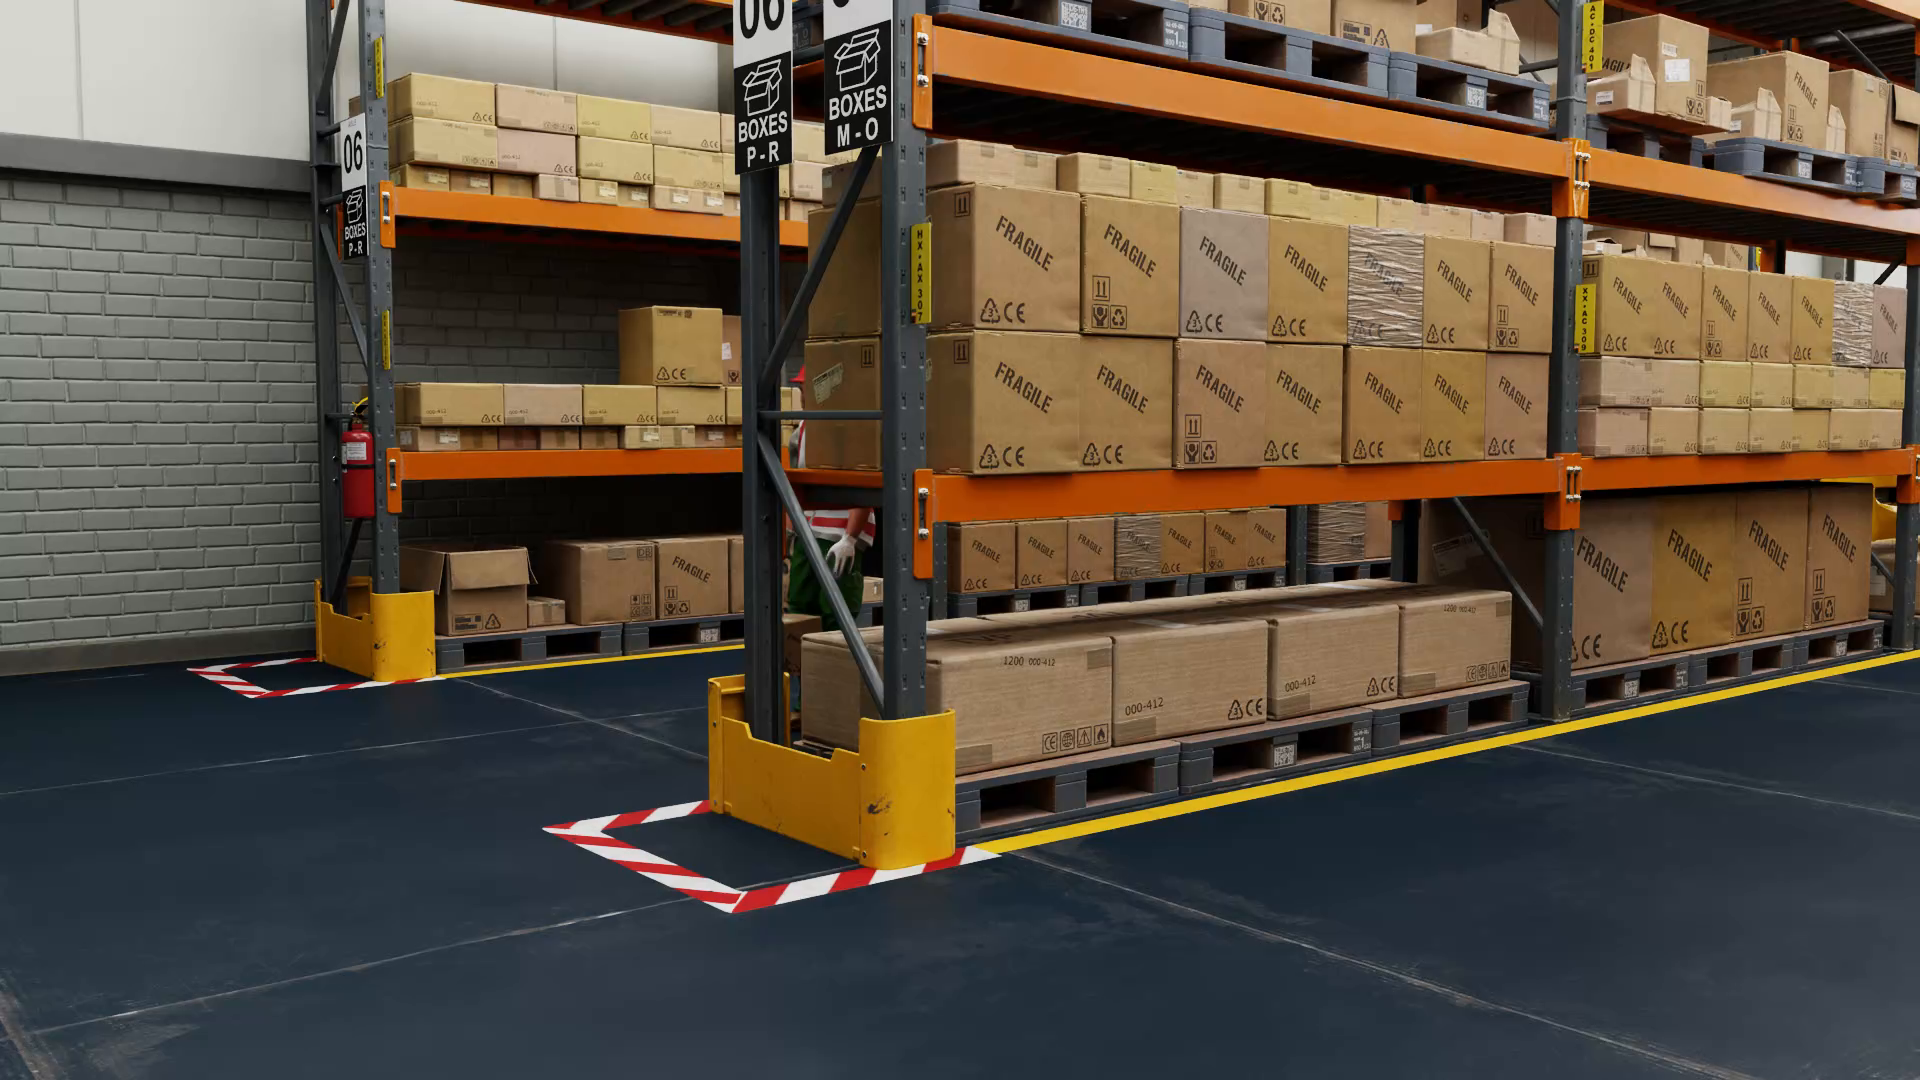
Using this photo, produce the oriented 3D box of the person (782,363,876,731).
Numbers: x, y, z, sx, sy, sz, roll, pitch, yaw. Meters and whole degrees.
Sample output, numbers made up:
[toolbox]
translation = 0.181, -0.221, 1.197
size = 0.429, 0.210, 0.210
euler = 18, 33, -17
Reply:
[person]
translation = -0.630, 0.032, 7.853
size = 0.422, 1.784, 0.555
euler = -4, 6, -42
